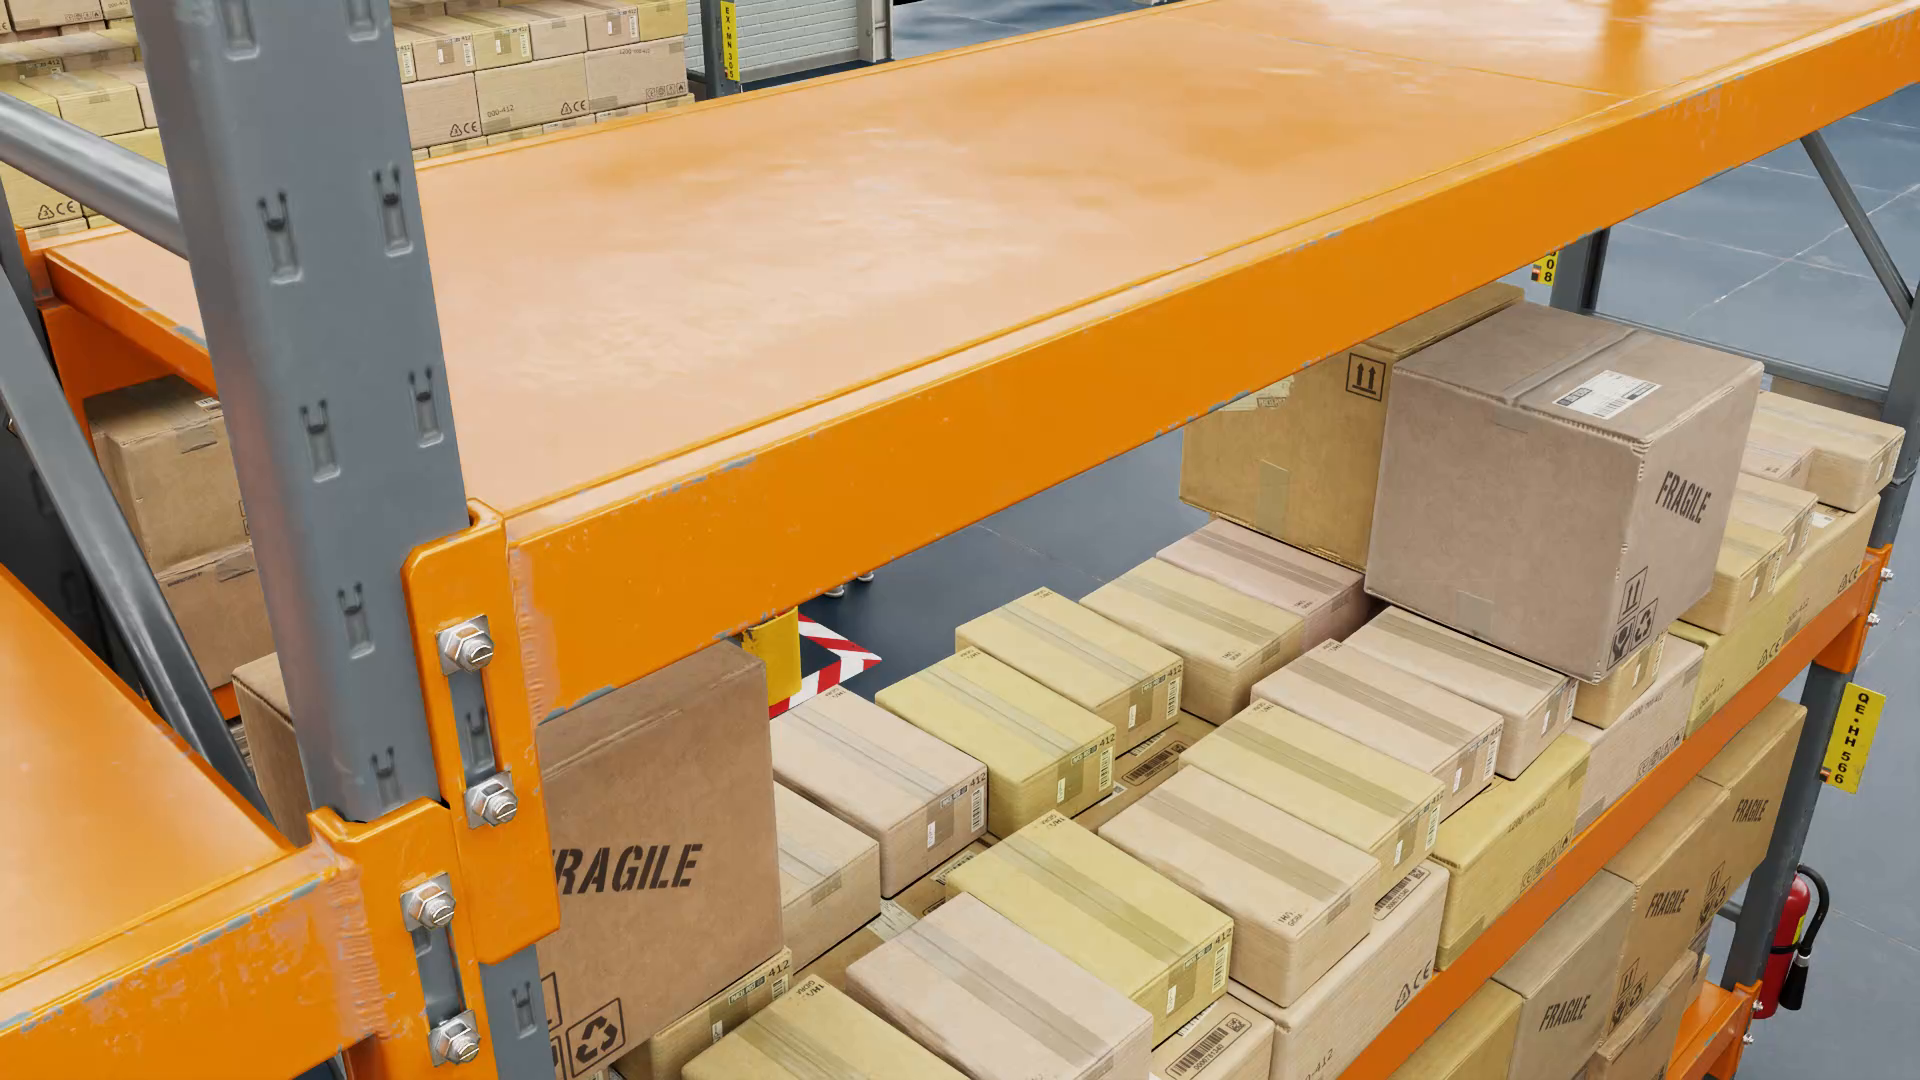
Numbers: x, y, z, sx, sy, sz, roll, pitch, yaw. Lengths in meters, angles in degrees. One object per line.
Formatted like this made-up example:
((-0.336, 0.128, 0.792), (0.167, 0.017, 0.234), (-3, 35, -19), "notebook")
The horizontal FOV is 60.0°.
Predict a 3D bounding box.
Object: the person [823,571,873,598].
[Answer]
((-0.720, -0.465, 9.493), (0.371, 1.664, 0.529), (25, 37, 39), "person")
